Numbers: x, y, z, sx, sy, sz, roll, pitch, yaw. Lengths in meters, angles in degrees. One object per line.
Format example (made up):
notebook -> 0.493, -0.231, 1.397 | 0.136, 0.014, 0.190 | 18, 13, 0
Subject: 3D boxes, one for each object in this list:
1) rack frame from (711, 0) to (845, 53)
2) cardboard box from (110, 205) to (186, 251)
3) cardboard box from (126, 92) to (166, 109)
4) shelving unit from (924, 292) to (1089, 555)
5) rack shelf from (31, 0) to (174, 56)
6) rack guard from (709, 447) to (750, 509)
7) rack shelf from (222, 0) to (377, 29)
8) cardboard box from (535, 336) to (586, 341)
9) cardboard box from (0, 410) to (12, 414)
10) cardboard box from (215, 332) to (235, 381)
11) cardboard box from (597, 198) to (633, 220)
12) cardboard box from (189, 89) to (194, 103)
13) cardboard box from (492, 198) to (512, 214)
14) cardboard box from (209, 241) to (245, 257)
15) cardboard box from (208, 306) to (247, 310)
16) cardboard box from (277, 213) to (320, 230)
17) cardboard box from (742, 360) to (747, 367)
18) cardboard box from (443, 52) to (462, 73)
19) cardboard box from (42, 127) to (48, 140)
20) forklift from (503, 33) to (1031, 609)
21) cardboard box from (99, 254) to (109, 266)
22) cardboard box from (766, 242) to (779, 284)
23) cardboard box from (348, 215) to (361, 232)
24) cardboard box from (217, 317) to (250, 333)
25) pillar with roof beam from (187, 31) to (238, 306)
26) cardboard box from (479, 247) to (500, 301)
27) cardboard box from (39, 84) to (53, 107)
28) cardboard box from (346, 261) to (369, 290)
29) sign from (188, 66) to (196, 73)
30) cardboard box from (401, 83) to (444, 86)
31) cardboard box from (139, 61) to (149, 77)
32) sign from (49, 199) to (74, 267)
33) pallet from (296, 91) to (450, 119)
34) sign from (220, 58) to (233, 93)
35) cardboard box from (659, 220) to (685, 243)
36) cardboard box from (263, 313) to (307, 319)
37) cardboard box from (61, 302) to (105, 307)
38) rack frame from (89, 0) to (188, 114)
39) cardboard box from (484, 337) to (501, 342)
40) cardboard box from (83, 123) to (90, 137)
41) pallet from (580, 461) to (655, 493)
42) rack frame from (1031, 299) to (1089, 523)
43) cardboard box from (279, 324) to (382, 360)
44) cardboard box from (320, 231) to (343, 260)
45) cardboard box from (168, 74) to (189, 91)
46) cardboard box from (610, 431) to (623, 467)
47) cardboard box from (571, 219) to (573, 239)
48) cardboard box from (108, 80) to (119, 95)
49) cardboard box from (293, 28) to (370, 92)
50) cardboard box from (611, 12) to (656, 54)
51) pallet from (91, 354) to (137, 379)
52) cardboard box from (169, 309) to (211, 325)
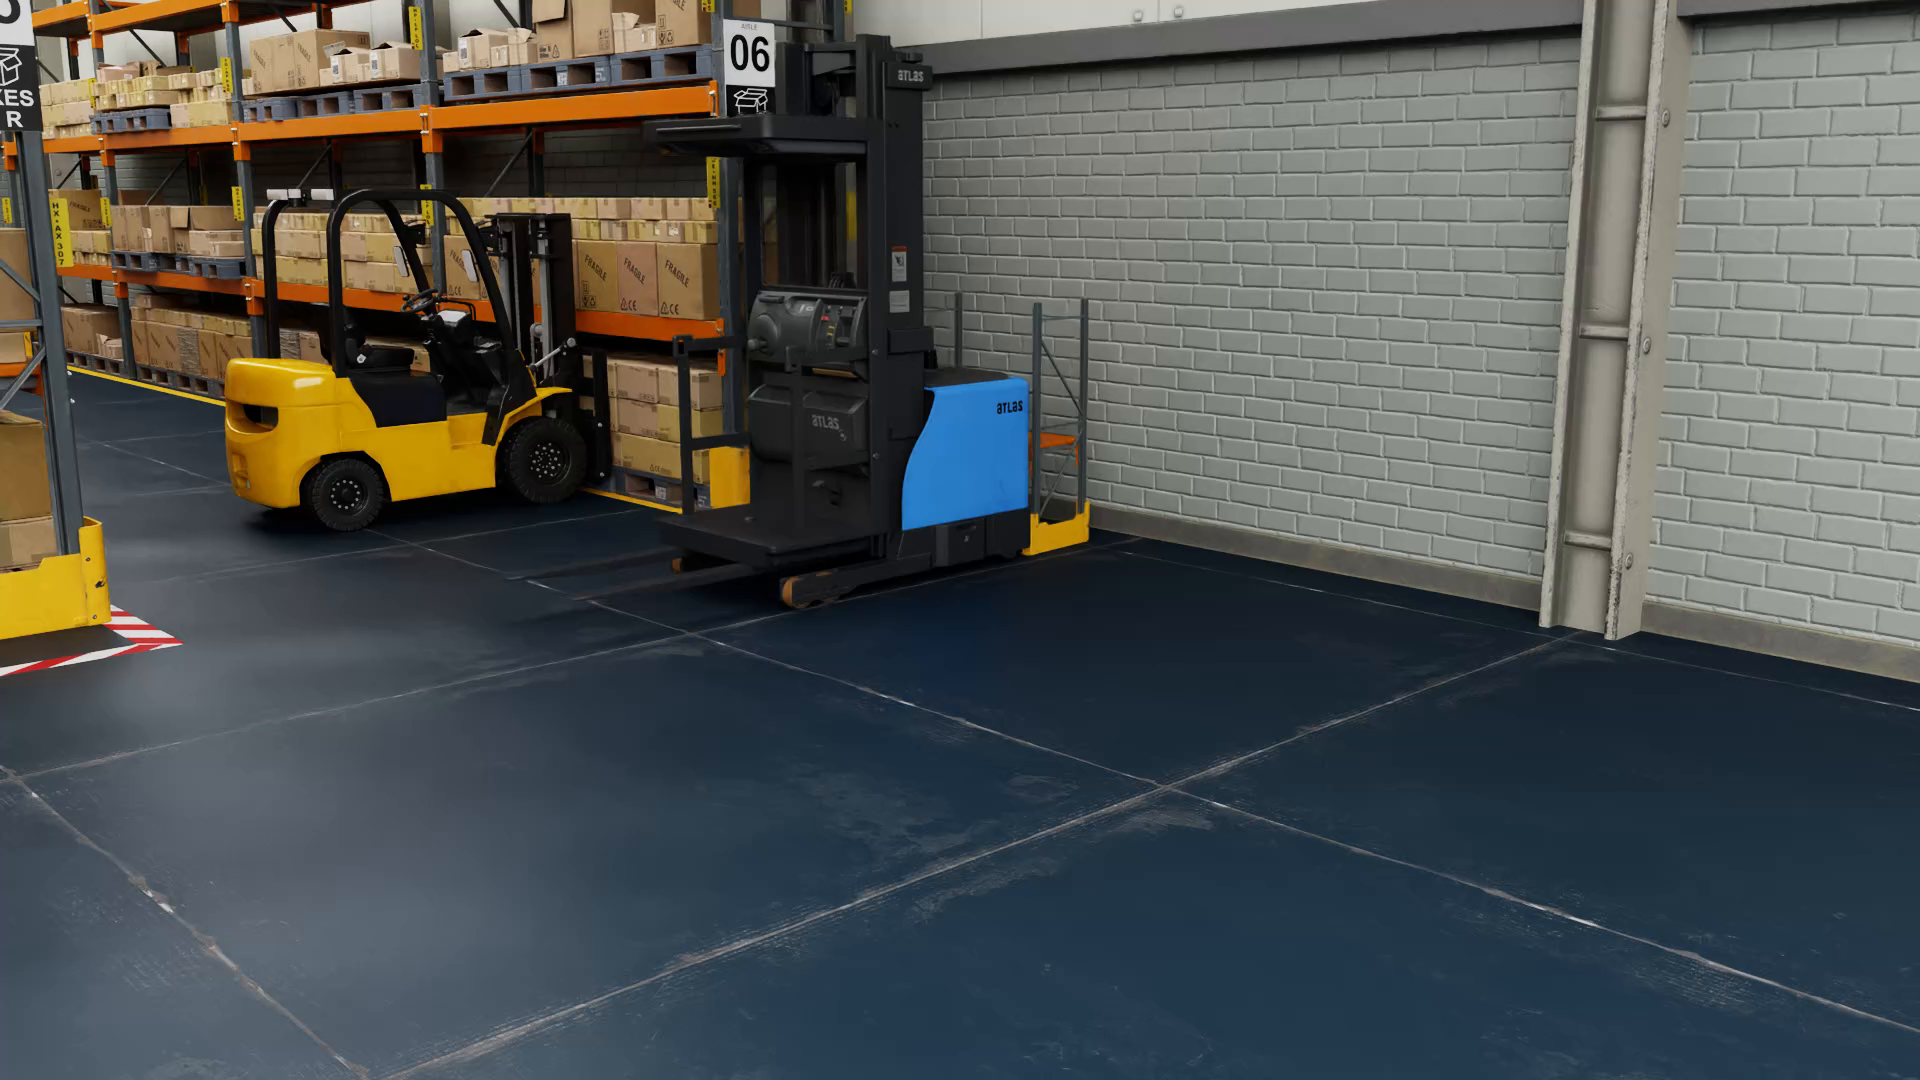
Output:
rack frame -> -1.172, -4.619, 10.532 | 1.000, 3.000, 0.127 | -11, 16, -43
cardboard box -> -9.286, -3.585, 19.091 | 0.700, 0.500, 0.500 | -10, 16, -41
cardboard box -> -8.833, -4.785, 18.105 | 0.380, 0.149, 0.250 | -11, 16, -43
shelving unit -> 0.215, -0.758, 10.374 | 1.083, 1.500, 0.587 | 10, 15, 40
rack shelf -> -10.840, -6.309, 20.522 | 1.077, 0.370, 4.000 | -11, 16, -43
rack guard -> -1.155, -0.453, 11.372 | 1.175, 0.500, 0.348 | -11, 16, -43
rack shelf -> -5.315, -4.947, 14.895 | 1.077, 0.370, 4.000 | -11, 16, -43
cardboard box -> -3.454, -1.569, 13.887 | 0.500, 0.250, 0.500 | -10, 16, -41
cardboard box -> -5.497, -0.450, 9.079 | 0.500, 0.500, 0.500 | 11, 16, 43
cardboard box -> -7.482, -1.936, 17.530 | 0.500, 0.500, 0.500 | -11, 16, -43
cardboard box -> -2.343, -2.352, 11.800 | 0.380, 0.149, 0.250 | -10, 16, -41
cardboard box -> -7.782, -4.614, 17.322 | 0.380, 0.149, 0.250 | -11, 16, -42
cardboard box -> -3.396, -2.576, 12.888 | 0.380, 0.149, 0.250 | -10, 16, -41
cardboard box -> -7.427, -2.974, 16.993 | 0.380, 0.149, 0.250 | -11, 16, -42
cardboard box -> -8.440, -2.612, 19.204 | 0.250, 0.149, 0.380 | 11, 16, 42
cardboard box -> -6.308, -3.055, 15.951 | 0.380, 0.149, 0.250 | -10, 16, -41
cardboard box -> -1.367, -1.126, 11.740 | 0.500, 0.250, 0.500 | -11, 16, -43
cardboard box -> -3.844, -3.758, 13.117 | 0.380, 0.149, 0.250 | -10, 16, -41
cardboard box -> -11.180, -5.046, 20.659 | 0.380, 0.149, 0.250 | -11, 16, -42
forklift -> -0.989, -1.193, 8.941 | 3.031, 2.935, 1.130 | -11, 16, -43
cardboard box -> -10.057, -3.356, 19.888 | 0.380, 0.149, 0.250 | -10, 16, -41
cardboard box -> -1.313, -1.841, 11.666 | 0.500, 0.500, 0.500 | -10, 15, -41
cardboard box -> -5.234, -2.833, 14.872 | 0.380, 0.149, 0.250 | -11, 16, -42
cardboard box -> -7.581, -2.265, 17.516 | 0.250, 0.149, 0.380 | 11, 16, 43
pillar with roof beam -> -12.401, -5.998, 17.223 | 9.100, 9.000, 0.400 | -11, 16, -43
cardboard box -> -3.445, -2.139, 13.112 | 0.500, 0.500, 0.500 | -11, 16, -42
cardboard box -> -11.042, -5.481, 20.545 | 0.500, 0.250, 0.500 | -10, 16, -41
cardboard box -> -5.143, -2.378, 14.891 | 0.500, 0.250, 0.500 | -11, 16, -42
sign -> -9.060, -5.425, 19.621 | 0.100, 0.325, 0.005 | -11, 16, -43
cardboard box -> -4.638, -4.037, 14.471 | 0.380, 0.149, 0.250 | -11, 16, -43
cardboard box -> -9.198, -5.347, 19.066 | 0.396, 0.266, 0.258 | -11, 16, -43
sign -> -4.367, -1.488, 8.057 | 0.100, 0.325, 0.005 | -11, 16, -43
pallet -> -5.388, -3.976, 15.310 | 1.003, 0.211, 1.213 | -10, 15, -40
sign -> -7.090, -4.496, 16.084 | 0.100, 0.325, 0.005 | -11, 16, -43
cardboard box -> -1.812, -2.092, 11.279 | 0.380, 0.149, 0.250 | -11, 16, -42
cardboard box -> -7.345, -2.387, 18.112 | 0.250, 0.149, 0.380 | 11, 16, 43
cardboard box -> -11.867, -2.897, 22.183 | 0.637, 0.503, 0.797 | 11, 16, 43
rack frame -> -9.459, -6.371, 19.032 | 1.000, 3.000, 0.127 | -11, 16, -43
cardboard box -> -3.827, -1.499, 13.550 | 0.500, 0.250, 0.500 | -11, 16, -43
cardboard box -> -10.087, -4.826, 19.591 | 0.380, 0.149, 0.250 | -11, 16, -43
pallet -> -2.568, -0.599, 12.796 | 1.003, 0.211, 1.213 | -11, 16, -43
rack frame -> 0.604, -0.689, 10.040 | 0.032, 1.500, 0.500 | 10, 15, 40
cardboard box -> -6.275, -1.798, 16.550 | 0.875, 0.625, 0.625 | -10, 15, -41
cardboard box -> -5.502, -2.698, 15.206 | 0.500, 0.250, 0.500 | -11, 16, -42
cardboard box -> -8.044, -4.783, 17.409 | 0.380, 0.149, 0.250 | -11, 16, -42
cardboard box -> -2.400, -0.713, 12.210 | 0.500, 0.250, 0.500 | -11, 16, -42
cardboard box -> -2.851, -2.320, 12.382 | 0.380, 0.149, 0.250 | -11, 16, -44
cardboard box -> -9.189, -5.002, 18.420 | 0.380, 0.149, 0.250 | -11, 16, -44
cardboard box -> -5.669, -4.333, 15.040 | 0.500, 0.500, 0.500 | -10, 16, -41
cardboard box -> -2.139, -3.455, 11.357 | 0.396, 0.266, 0.258 | -11, 16, -42
pallet -> -9.932, -2.167, 20.406 | 1.003, 0.211, 1.213 | -11, 16, -43
cardboard box -> -8.626, -2.497, 18.643 | 0.380, 0.149, 0.250 | -11, 16, -43
